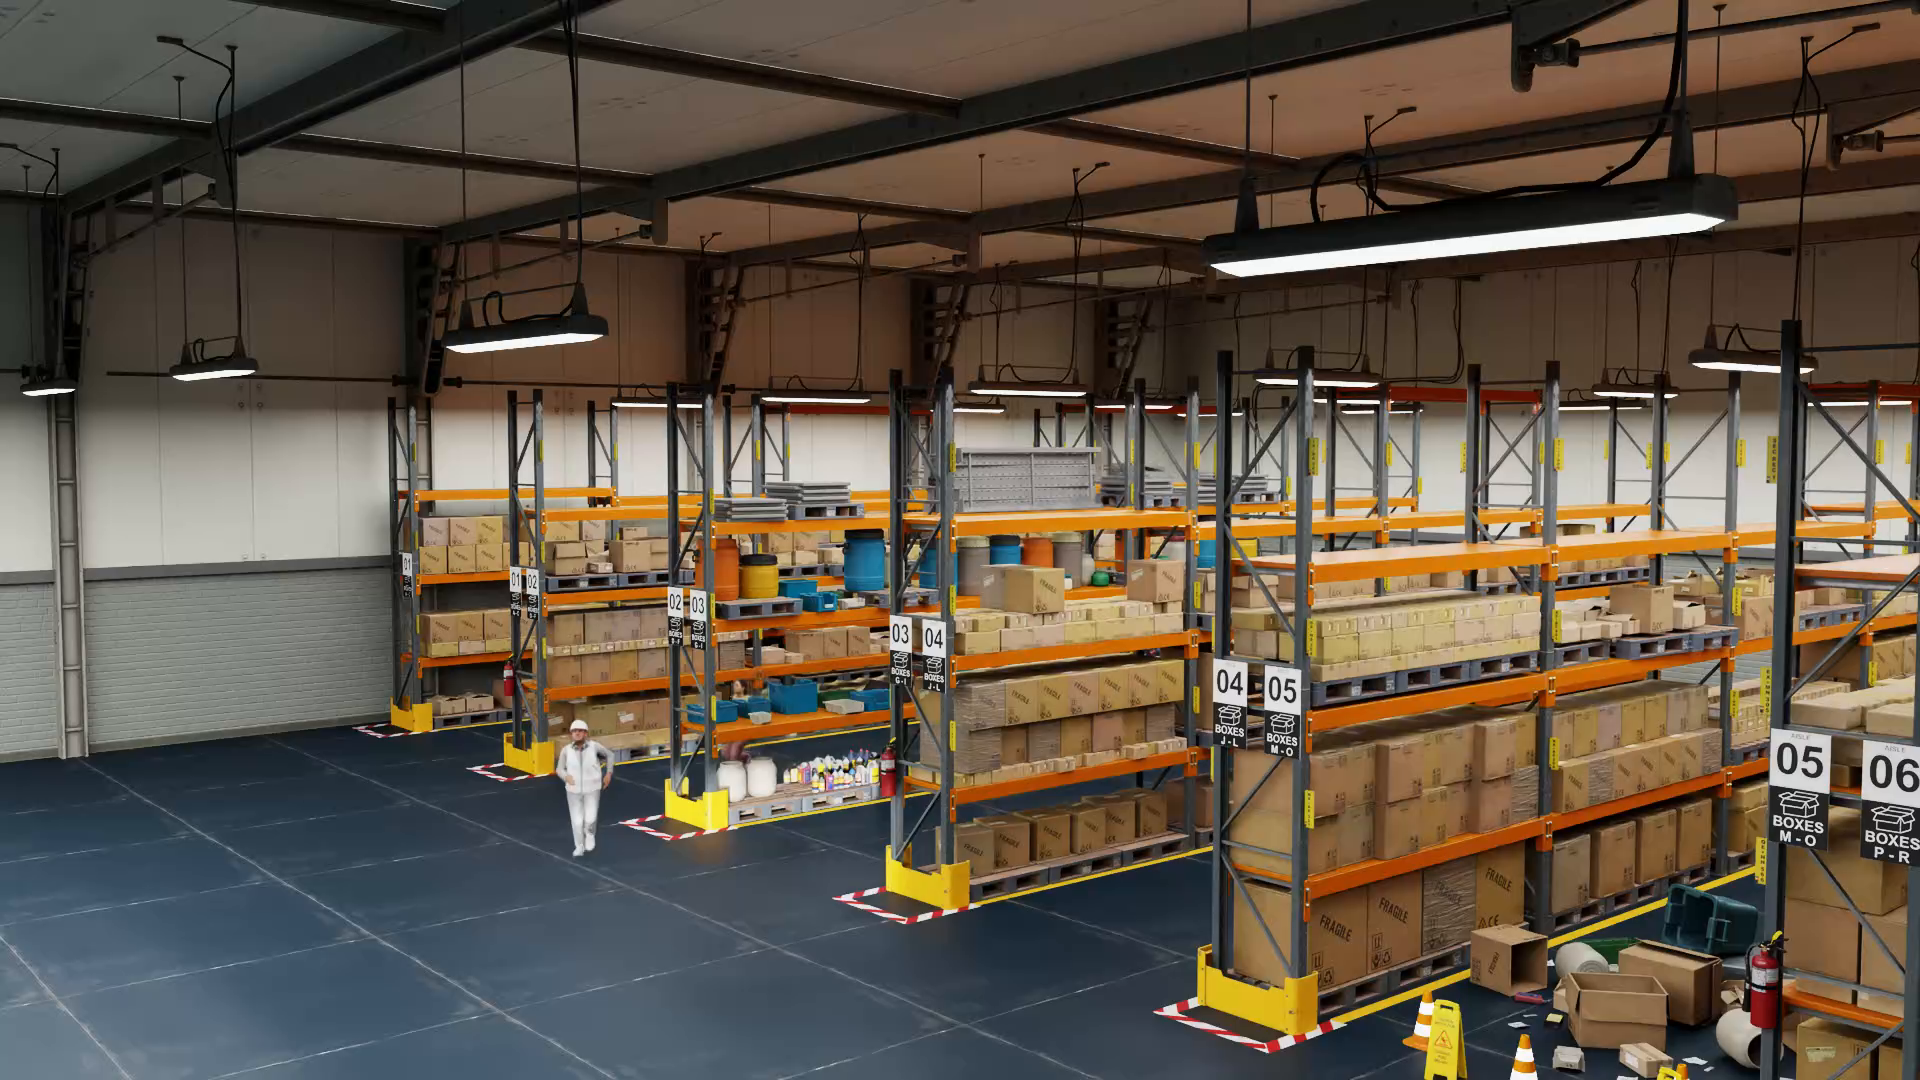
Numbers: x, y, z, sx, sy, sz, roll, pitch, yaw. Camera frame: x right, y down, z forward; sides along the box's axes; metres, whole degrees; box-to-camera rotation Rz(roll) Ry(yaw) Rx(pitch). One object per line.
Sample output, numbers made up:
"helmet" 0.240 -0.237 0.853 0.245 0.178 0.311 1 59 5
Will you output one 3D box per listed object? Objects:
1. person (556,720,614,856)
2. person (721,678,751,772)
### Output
"person" -4.654 3.089 20.607 0.683 1.731 0.752 0 3 -5
"person" -3.319 2.900 25.100 0.580 1.603 0.558 3 4 41
